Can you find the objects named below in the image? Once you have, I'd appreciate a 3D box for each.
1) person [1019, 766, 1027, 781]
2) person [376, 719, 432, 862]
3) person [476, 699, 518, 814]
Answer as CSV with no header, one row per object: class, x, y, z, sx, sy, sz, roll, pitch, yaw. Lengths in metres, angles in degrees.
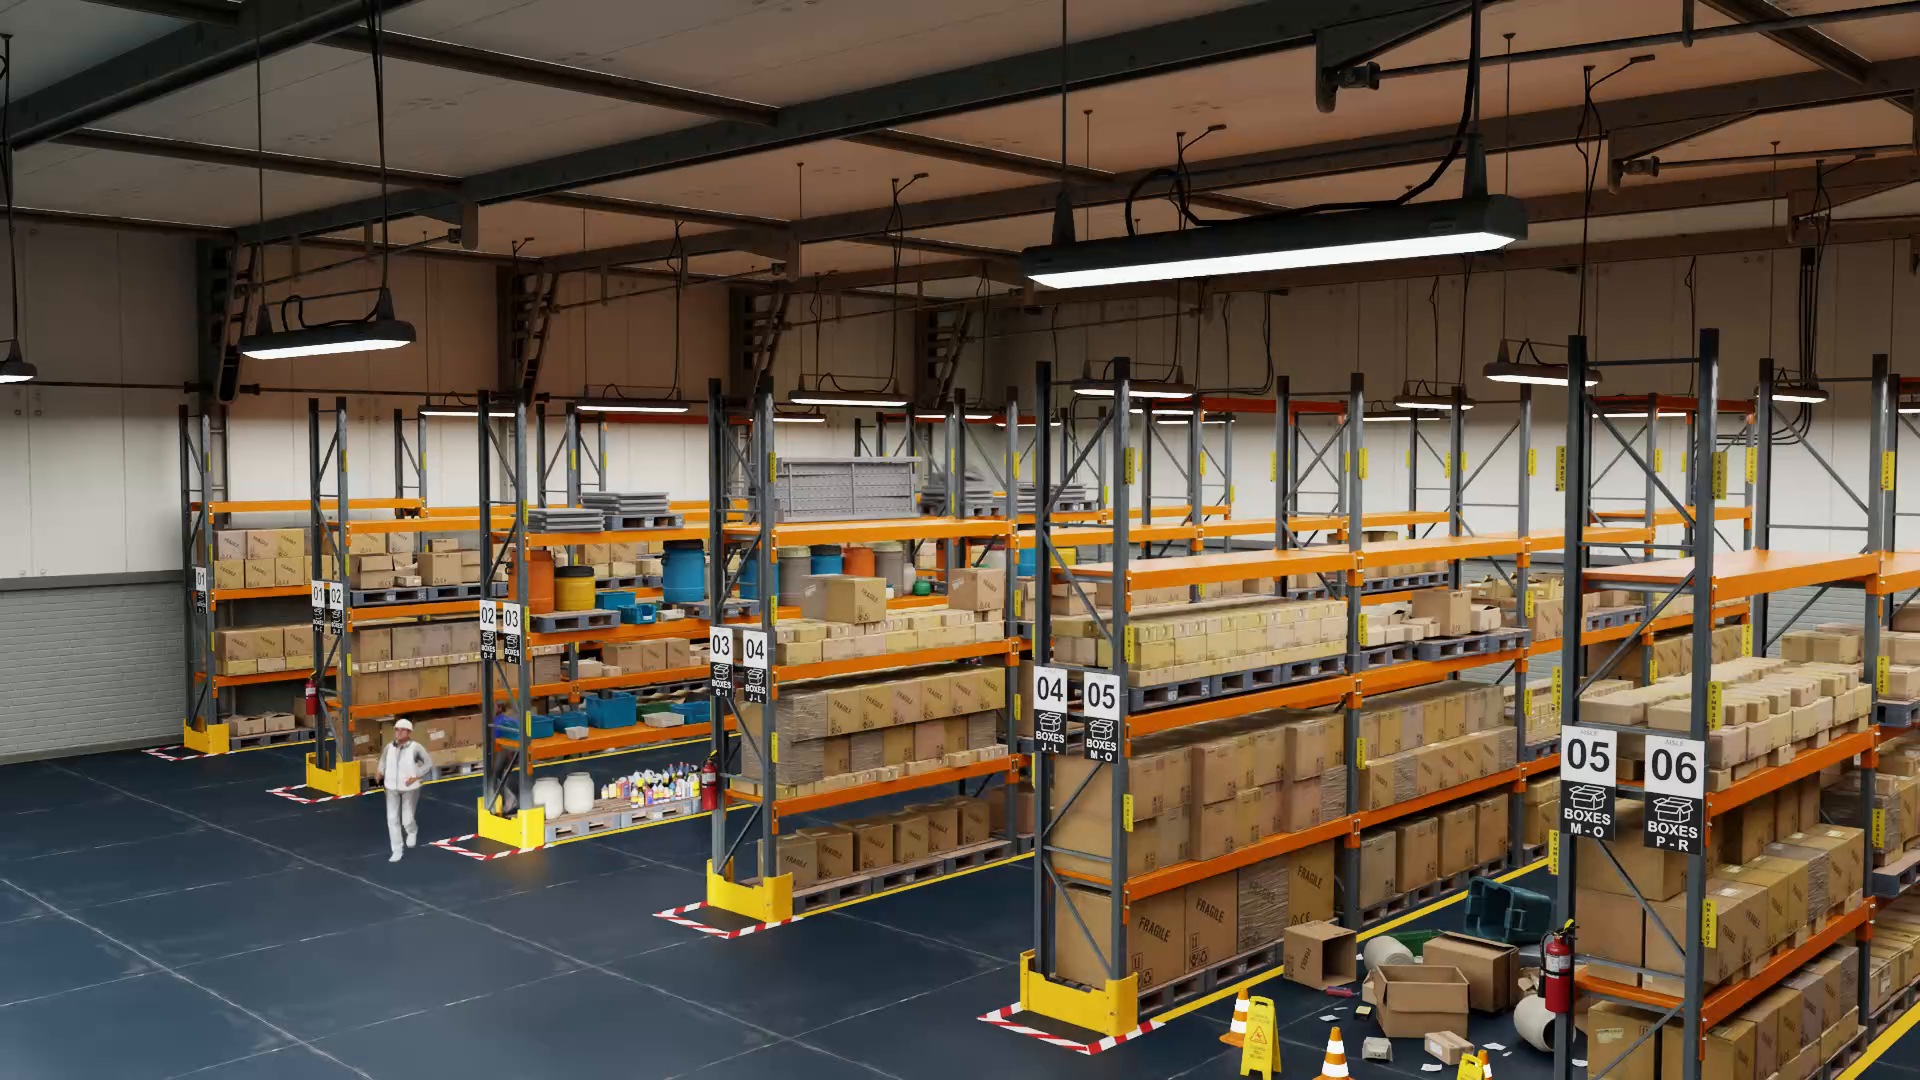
person,0.761,2.933,25.492,0.655,1.745,0.594,2,4,38
person,-7.135,3.183,21.325,0.709,1.778,0.745,0,3,3
person,-6.592,3.105,23.748,0.595,1.628,0.641,3,4,44
